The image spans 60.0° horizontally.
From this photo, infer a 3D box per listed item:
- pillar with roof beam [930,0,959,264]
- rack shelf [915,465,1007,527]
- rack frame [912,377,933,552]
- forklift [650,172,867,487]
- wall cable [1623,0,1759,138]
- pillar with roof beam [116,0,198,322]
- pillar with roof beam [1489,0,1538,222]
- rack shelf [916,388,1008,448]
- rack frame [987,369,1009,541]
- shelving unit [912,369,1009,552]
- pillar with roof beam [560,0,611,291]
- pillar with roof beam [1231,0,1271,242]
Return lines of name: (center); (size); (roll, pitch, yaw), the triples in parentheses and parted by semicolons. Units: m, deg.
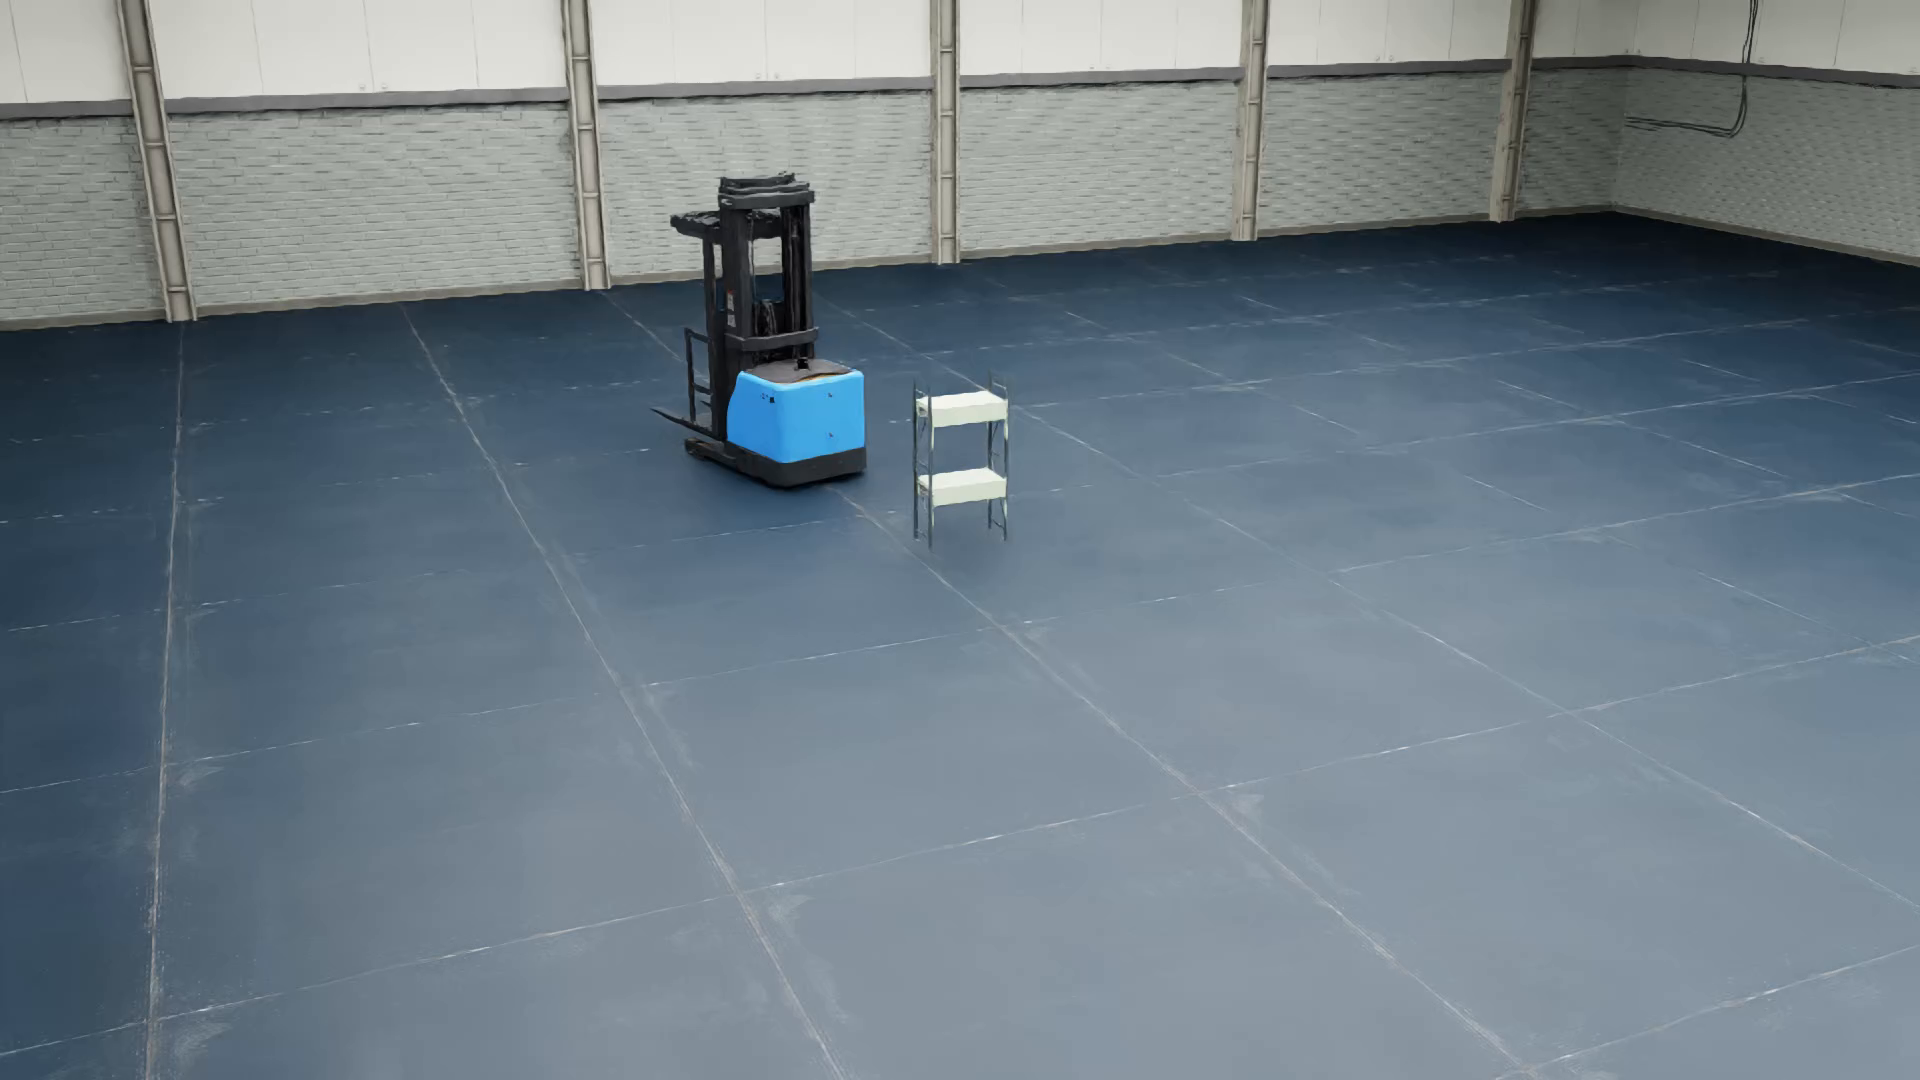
pillar with roof beam: (1.453, -7.709, 23.367); (0.400, 9.000, 9.100); (-8, 21, -22)
rack shelf: (0.006, -0.401, 14.884); (0.720, 0.370, 0.431); (-8, 21, -22)
rack frame: (-0.330, -0.660, 14.639); (0.023, 1.500, 0.400); (-8, 21, -22)
forklift: (-2.254, -2.328, 17.220); (1.130, 2.935, 3.031); (-15, 24, -36)
wall cable: (13.995, -9.120, 32.050); (0.112, 2.526, 3.097); (-8, 21, -22)
pillar with roof beam: (-9.565, -6.130, 18.883); (0.400, 9.000, 9.100); (-8, 21, -22)
pillar with roof beam: (12.472, -9.288, 27.850); (0.400, 9.000, 9.100); (-8, 21, -22)
rack shelf: (0.006, -1.076, 14.646); (0.720, 0.370, 0.431); (-8, 21, -22)
rack frame: (0.342, -0.756, 14.912); (0.023, 1.500, 0.400); (-8, 21, -22)
shelving unit: (0.006, -0.708, 14.775); (0.755, 1.500, 0.431); (-8, 21, -22)
pillar with roof beam: (-4.056, -6.920, 21.125); (0.400, 9.000, 9.100); (-8, 21, -22)
pillar with roof beam: (6.963, -8.498, 25.608); (0.400, 9.000, 9.100); (-8, 21, -22)
